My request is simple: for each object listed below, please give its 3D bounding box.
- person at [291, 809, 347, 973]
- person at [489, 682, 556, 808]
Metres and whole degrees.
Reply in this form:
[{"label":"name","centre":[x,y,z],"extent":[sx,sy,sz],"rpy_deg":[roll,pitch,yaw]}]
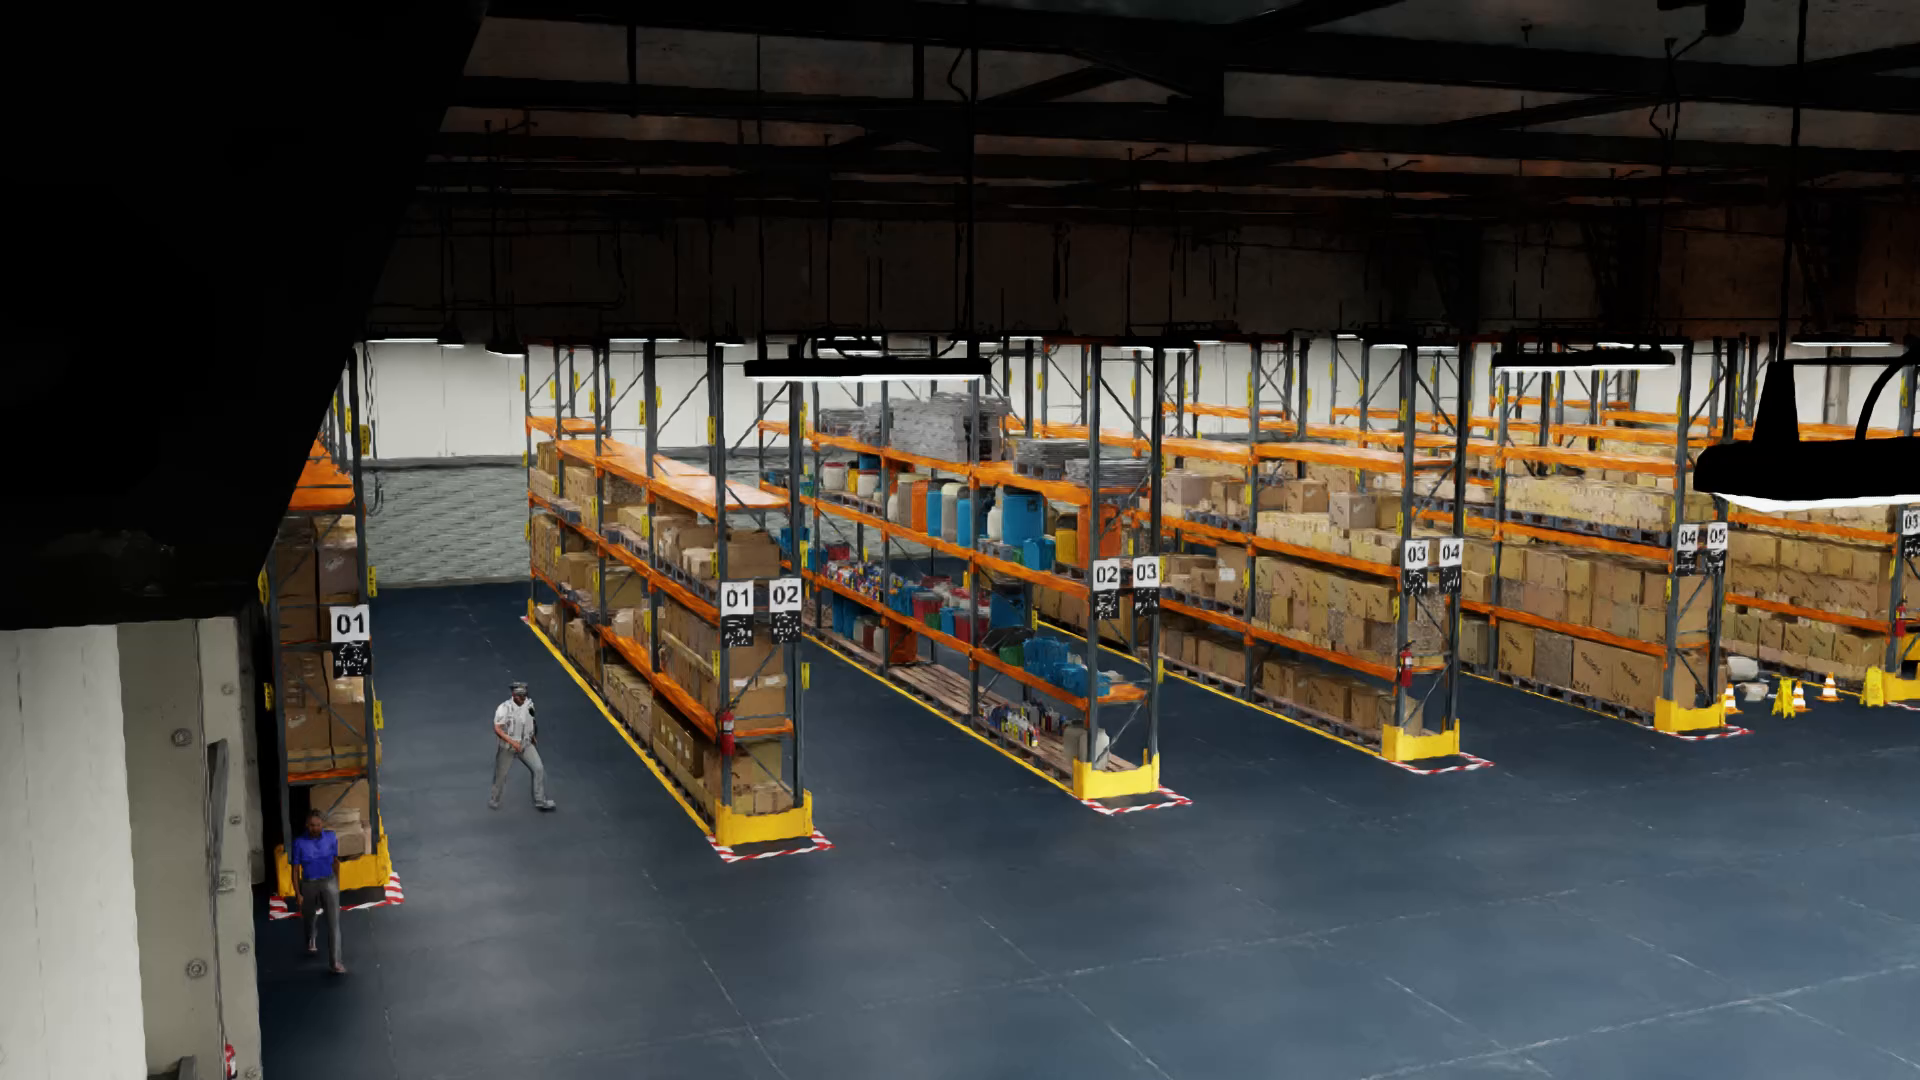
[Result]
[{"label":"person","centre":[-6.298,3.388,16.276],"extent":[0.450,1.558,1.089],"rpy_deg":[-3,8,-25]},{"label":"person","centre":[-5.736,2.630,21.532],"extent":[0.700,1.690,0.863],"rpy_deg":[-6,10,-39]}]
